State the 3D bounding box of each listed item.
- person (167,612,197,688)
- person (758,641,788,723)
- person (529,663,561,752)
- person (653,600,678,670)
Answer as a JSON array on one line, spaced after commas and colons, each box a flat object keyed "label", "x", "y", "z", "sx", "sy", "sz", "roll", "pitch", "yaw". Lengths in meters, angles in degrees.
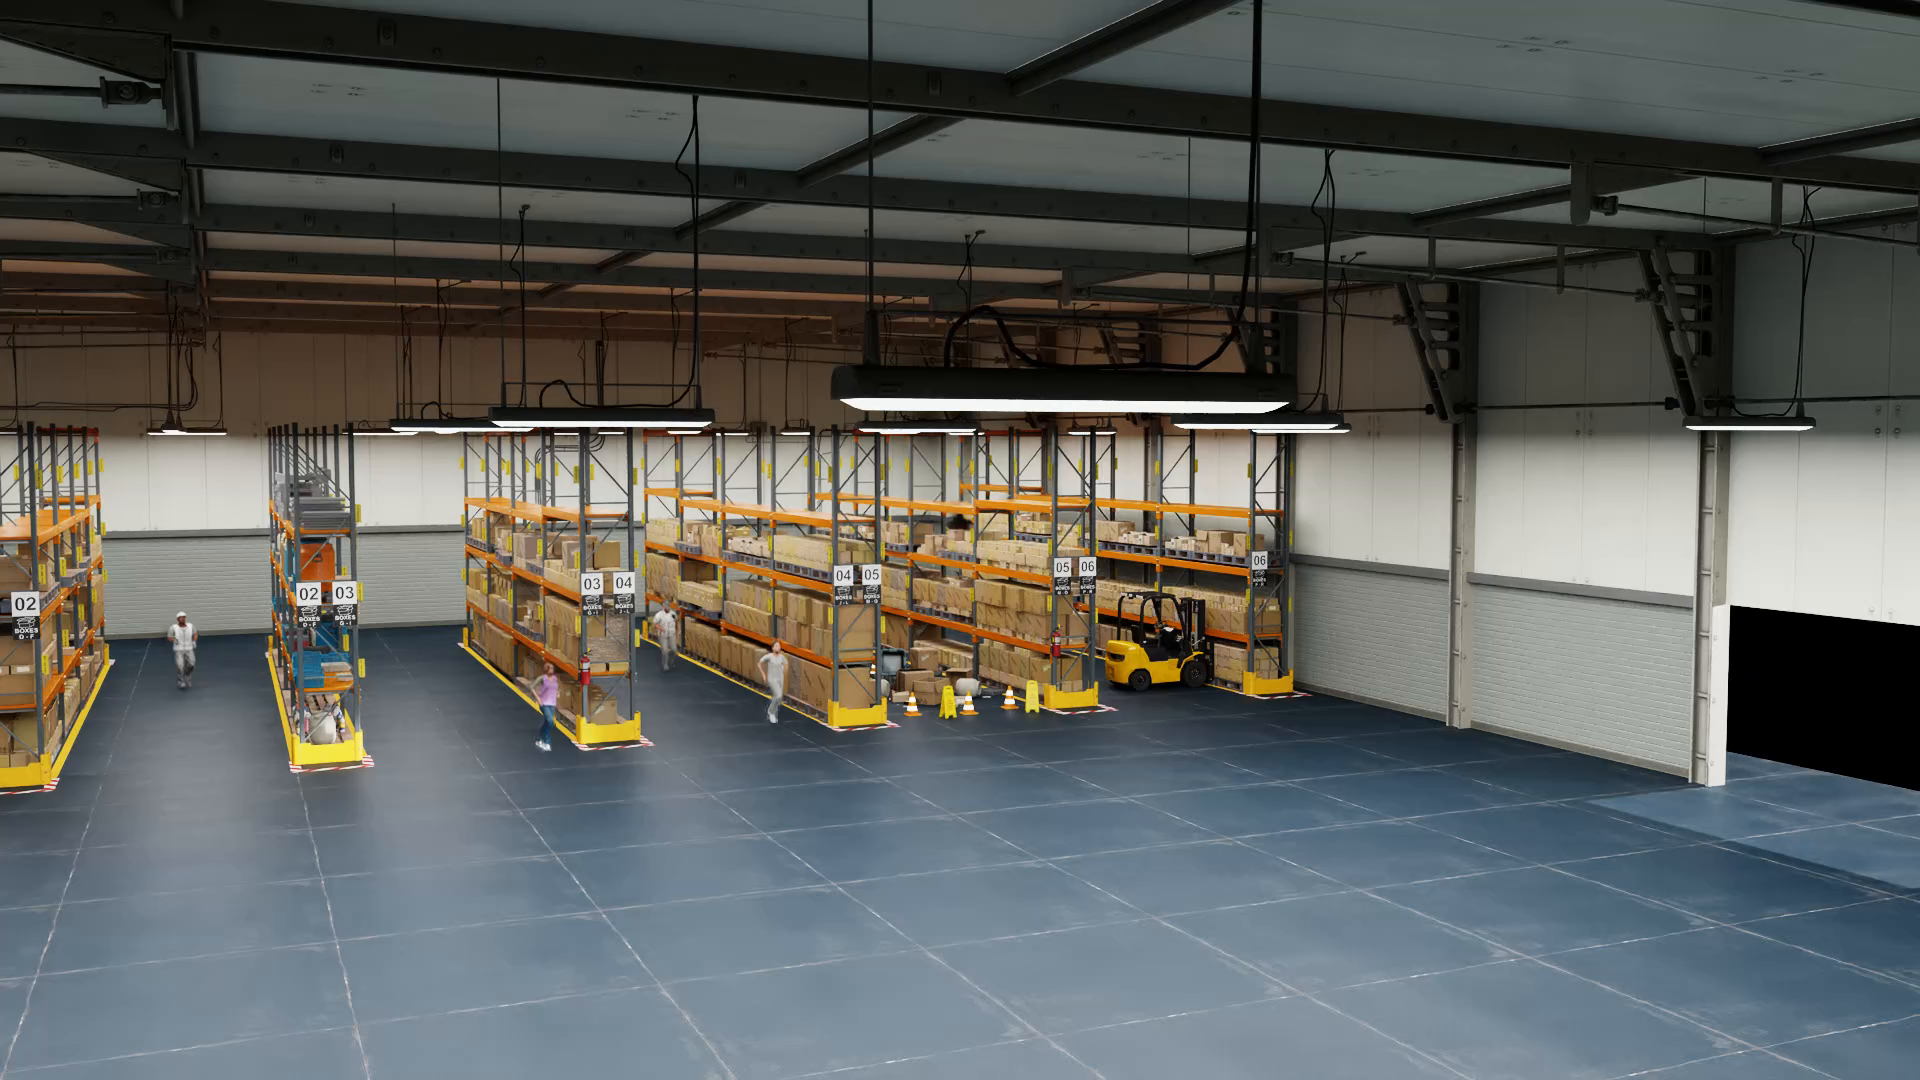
[{"label": "person", "x": -17.725, "y": 2.515, "z": 37.997, "sx": 0.667, "sy": 1.737, "sz": 0.605, "roll": -3, "pitch": 4, "yaw": -36}, {"label": "person", "x": -3.692, "y": 2.842, "z": 33.386, "sx": 0.552, "sy": 1.638, "sz": 0.613, "roll": -3, "pitch": 5, "yaw": -42}, {"label": "person", "x": -7.579, "y": 3.072, "z": 30.583, "sx": 0.627, "sy": 1.638, "sz": 0.524, "roll": 2, "pitch": 4, "yaw": 35}, {"label": "person", "x": -7.220, "y": 2.340, "z": 41.007, "sx": 0.662, "sy": 1.746, "sz": 0.593, "roll": -2, "pitch": 4, "yaw": -24}]
